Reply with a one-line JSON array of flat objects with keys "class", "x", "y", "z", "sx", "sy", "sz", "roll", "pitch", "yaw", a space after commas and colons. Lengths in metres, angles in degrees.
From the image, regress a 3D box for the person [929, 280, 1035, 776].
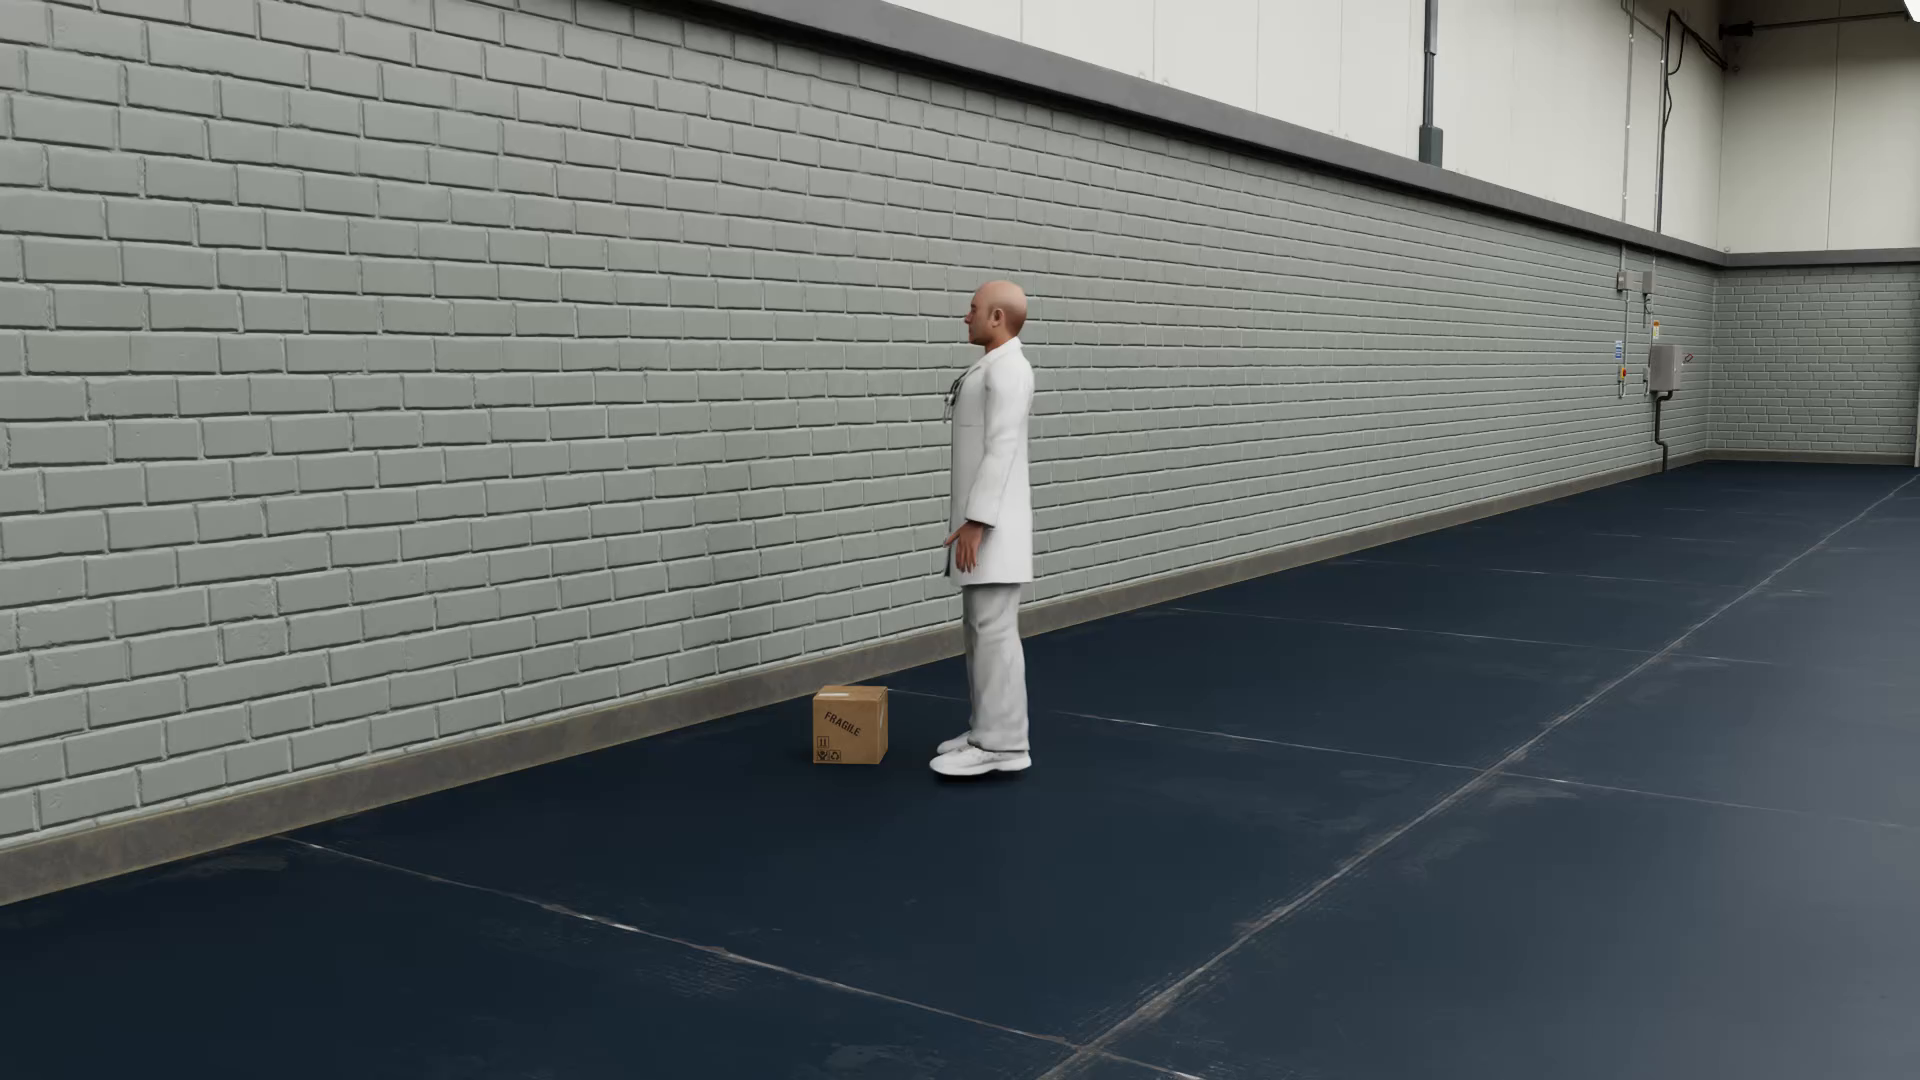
[{"class": "person", "x": 0.072, "y": -0.059, "z": 6.167, "sx": 0.396, "sy": 1.792, "sz": 0.628, "roll": 0, "pitch": 6, "yaw": -4}]
